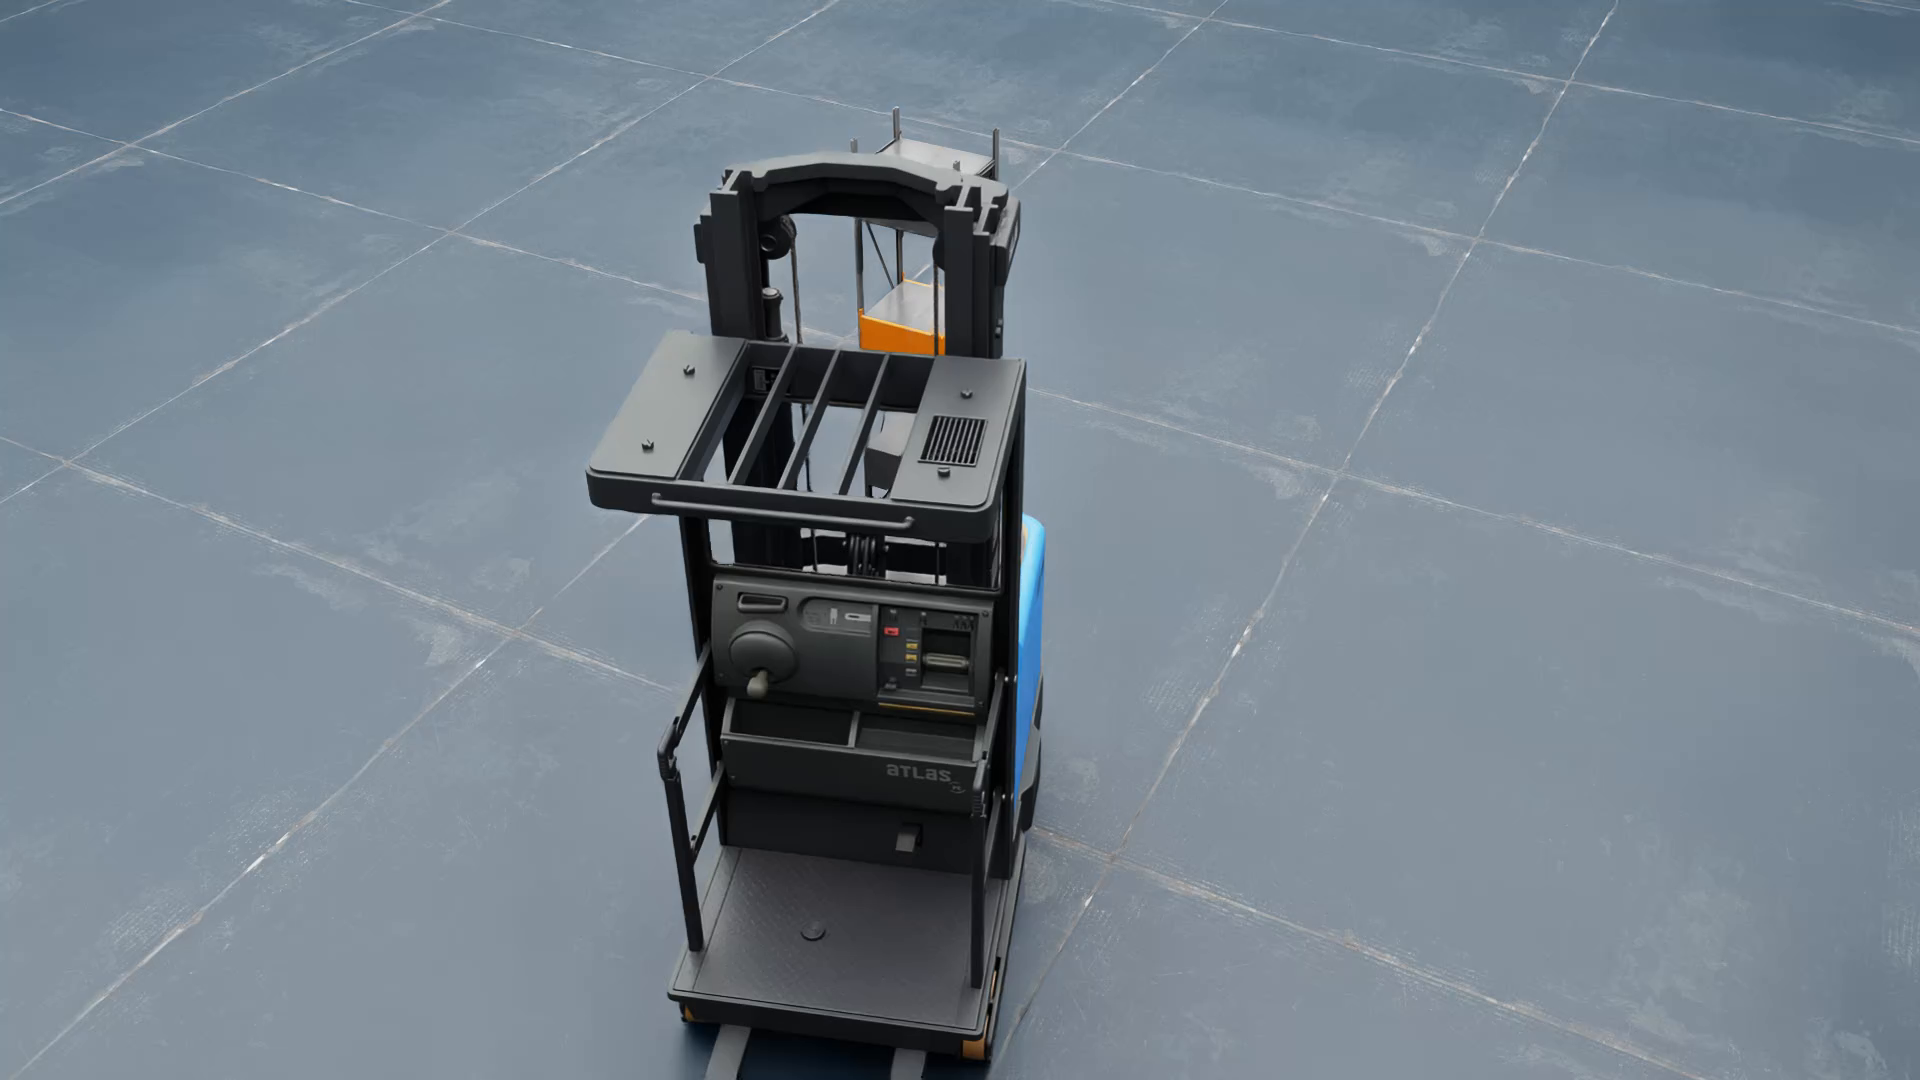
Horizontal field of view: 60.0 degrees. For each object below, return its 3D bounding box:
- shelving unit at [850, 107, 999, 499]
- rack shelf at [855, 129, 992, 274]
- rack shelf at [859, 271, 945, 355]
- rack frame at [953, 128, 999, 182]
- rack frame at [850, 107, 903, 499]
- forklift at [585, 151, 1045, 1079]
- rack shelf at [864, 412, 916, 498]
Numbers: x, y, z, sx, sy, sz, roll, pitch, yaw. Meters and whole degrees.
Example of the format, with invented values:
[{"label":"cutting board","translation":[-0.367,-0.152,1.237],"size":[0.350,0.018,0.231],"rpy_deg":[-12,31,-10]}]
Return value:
[{"label":"shelving unit","translation":[-0.147,-0.882,7.676],"size":[0.503,2.100,0.431],"rpy_deg":[17,41,21]},{"label":"rack shelf","translation":[-0.147,-1.429,7.261],"size":[0.480,0.518,0.431],"rpy_deg":[17,41,21]},{"label":"rack shelf","translation":[-0.147,-0.872,7.684],"size":[0.480,0.518,0.431],"rpy_deg":[17,41,21]},{"label":"rack frame","translation":[0.070,-0.815,7.586],"size":[0.015,2.100,0.400],"rpy_deg":[17,41,21]},{"label":"rack frame","translation":[-0.364,-0.950,7.765],"size":[0.015,2.100,0.400],"rpy_deg":[17,41,21]},{"label":"forklift","translation":[-0.389,0.421,5.271],"size":[1.130,2.935,3.031],"rpy_deg":[6,38,7]},{"label":"rack shelf","translation":[-0.147,-0.314,8.107],"size":[0.480,0.518,0.431],"rpy_deg":[17,41,21]}]
